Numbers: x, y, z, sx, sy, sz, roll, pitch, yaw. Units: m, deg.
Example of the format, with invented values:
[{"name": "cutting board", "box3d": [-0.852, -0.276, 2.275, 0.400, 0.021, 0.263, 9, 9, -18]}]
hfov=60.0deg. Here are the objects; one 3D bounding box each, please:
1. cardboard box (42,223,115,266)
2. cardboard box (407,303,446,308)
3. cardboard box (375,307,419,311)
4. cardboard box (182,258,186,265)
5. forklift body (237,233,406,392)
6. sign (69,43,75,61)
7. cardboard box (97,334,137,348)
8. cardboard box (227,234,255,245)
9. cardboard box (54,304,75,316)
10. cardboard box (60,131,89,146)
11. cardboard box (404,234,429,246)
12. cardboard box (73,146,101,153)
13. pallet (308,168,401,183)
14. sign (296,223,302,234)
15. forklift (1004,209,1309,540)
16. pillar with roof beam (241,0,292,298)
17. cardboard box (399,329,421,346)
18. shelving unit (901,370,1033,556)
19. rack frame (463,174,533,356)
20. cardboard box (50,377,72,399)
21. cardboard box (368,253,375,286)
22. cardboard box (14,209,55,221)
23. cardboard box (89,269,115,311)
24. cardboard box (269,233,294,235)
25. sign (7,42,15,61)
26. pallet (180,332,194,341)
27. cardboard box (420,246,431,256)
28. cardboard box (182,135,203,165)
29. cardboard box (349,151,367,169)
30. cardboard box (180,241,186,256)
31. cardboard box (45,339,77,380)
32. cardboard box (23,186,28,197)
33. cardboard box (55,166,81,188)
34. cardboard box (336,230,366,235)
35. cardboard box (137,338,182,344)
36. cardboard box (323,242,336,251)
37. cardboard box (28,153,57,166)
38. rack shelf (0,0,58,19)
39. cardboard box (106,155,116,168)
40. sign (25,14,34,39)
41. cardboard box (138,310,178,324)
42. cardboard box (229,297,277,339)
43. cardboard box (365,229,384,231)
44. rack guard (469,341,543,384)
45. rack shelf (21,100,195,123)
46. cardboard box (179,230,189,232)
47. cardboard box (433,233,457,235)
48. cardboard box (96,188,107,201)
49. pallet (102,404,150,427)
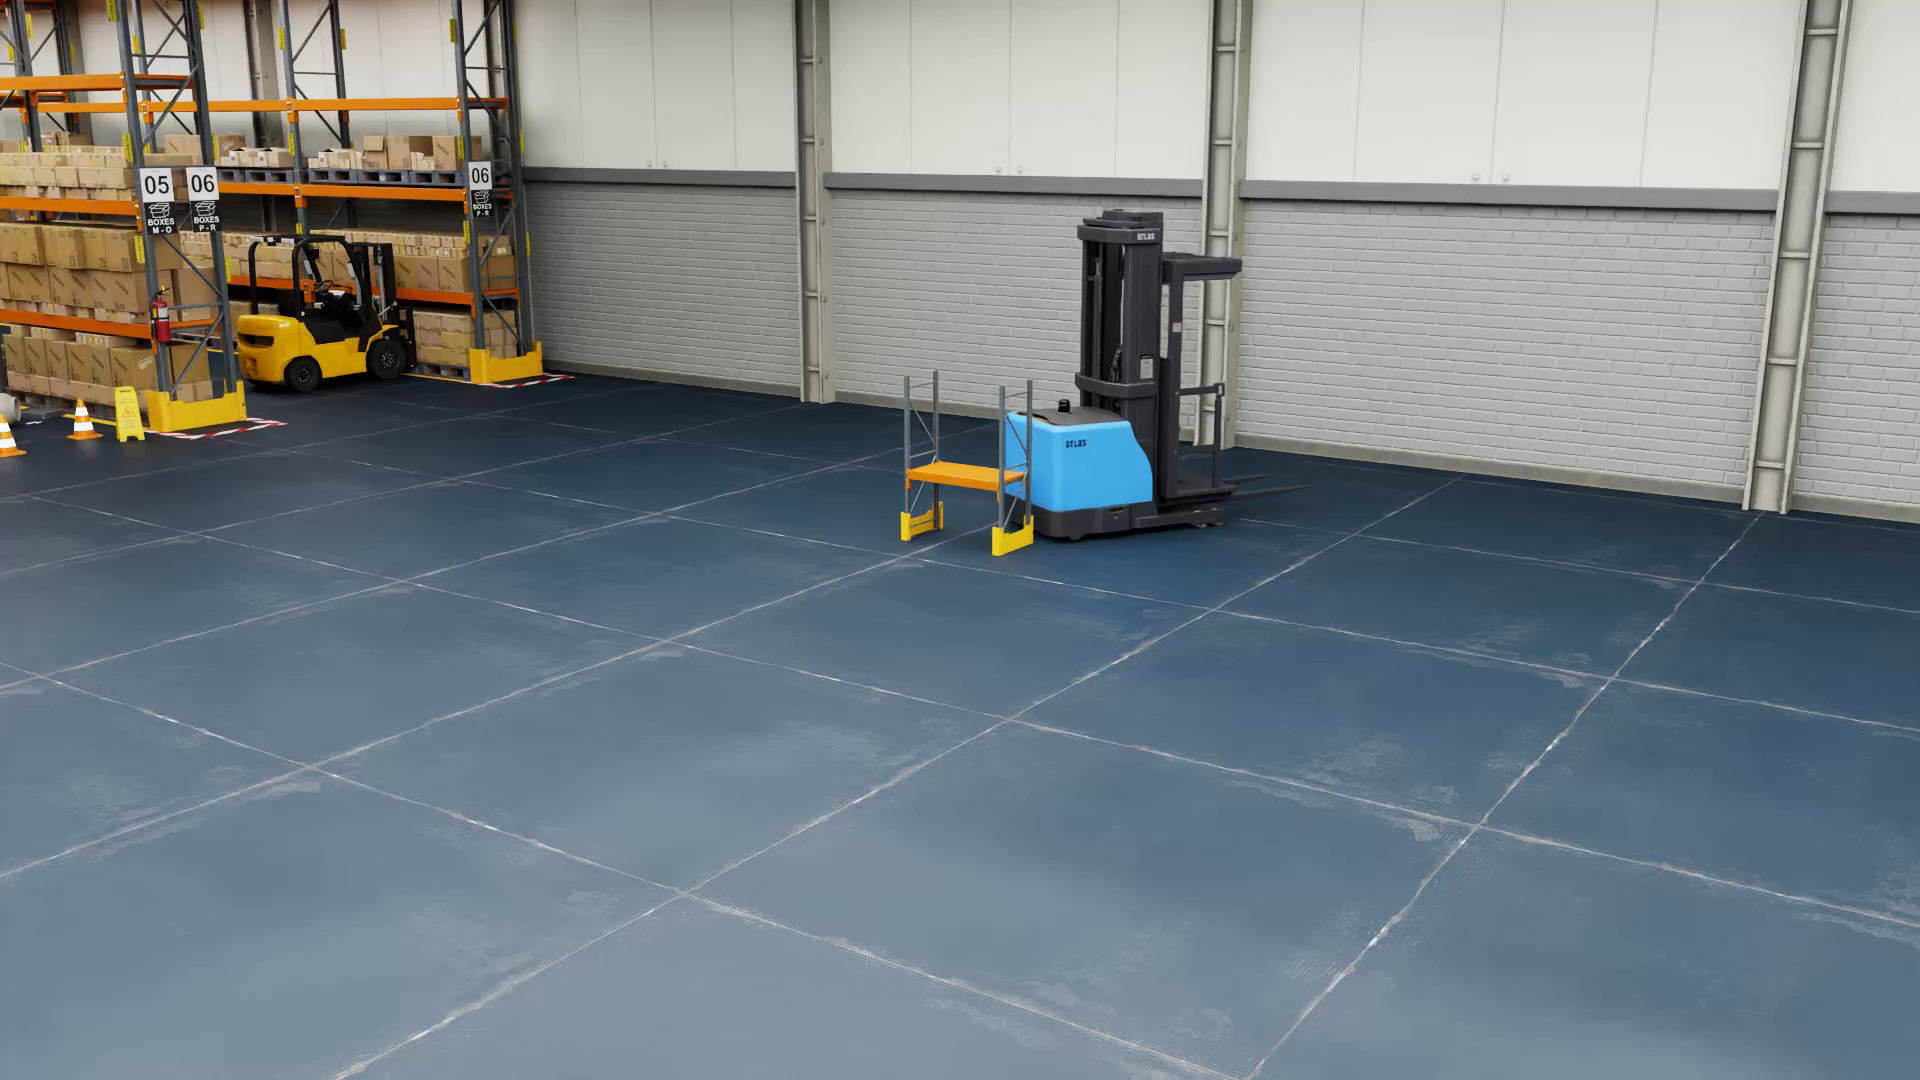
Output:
[{"name": "cardboard box", "box3d": [-11.406, -3.832, 21.578, 0.500, 0.500, 0.700, 9, 17, 32]}, {"name": "cardboard box", "box3d": [-8.400, -3.569, 26.192, 0.500, 0.250, 0.500, 9, 16, 32]}, {"name": "cardboard box", "box3d": [-8.684, -3.463, 25.765, 0.500, 0.250, 0.500, 9, 16, 32]}, {"name": "cardboard box", "box3d": [-13.266, -4.798, 28.704, 0.500, 0.250, 0.500, 9, 17, 33]}, {"name": "forklift body", "box3d": [-9.452, -3.385, 24.449, 1.214, 2.155, 2.313, 9, 17, 33]}, {"name": "sign", "box3d": [-16.512, -9.070, 30.888, 0.005, 0.325, 0.100, 9, 17, 33]}, {"name": "cardboard box", "box3d": [-10.780, -2.556, 21.270, 0.250, 0.149, 0.380, 10, 17, 34]}, {"name": "cardboard box", "box3d": [-11.926, -4.994, 27.622, 0.250, 0.149, 0.380, 9, 16, 31]}, {"name": "cardboard box", "box3d": [-11.583, -3.023, 21.743, 0.250, 0.149, 0.380, 9, 17, 33]}, {"name": "cardboard box", "box3d": [-16.287, -7.392, 30.585, 0.258, 0.266, 0.396, 9, 17, 33]}, {"name": "cardboard box", "box3d": [-8.172, -4.538, 25.163, 0.250, 0.149, 0.380, 10, 17, 34]}, {"name": "cardboard box", "box3d": [-15.504, -6.925, 29.560, 0.250, 0.149, 0.380, 9, 17, 33]}, {"name": "pallet", "box3d": [-9.457, -5.747, 26.165, 1.213, 0.211, 1.003, 9, 17, 33]}, {"name": "sign", "box3d": [-10.474, -4.857, 26.384, 0.005, 0.325, 0.100, 9, 17, 33]}, {"name": "forklift", "box3d": [1.959, -1.644, 15.791, 3.031, 2.935, 1.130, -7, 15, -26]}, {"name": "pillar with roof beam", "box3d": [-14.316, -7.038, 24.954, 0.400, 9.000, 9.100, 9, 17, 33]}, {"name": "cardboard box", "box3d": [-8.289, -3.156, 25.564, 0.500, 0.250, 0.500, 9, 16, 32]}, {"name": "shelving unit", "box3d": [0.063, -0.718, 15.028, 1.083, 1.500, 0.587, 9, 17, 33]}, {"name": "rack frame", "box3d": [-6.860, -3.907, 24.789, 0.127, 3.000, 1.000, 9, 17, 33]}, {"name": "cardboard box", "box3d": [-11.716, -2.049, 22.134, 0.500, 0.250, 0.500, 9, 16, 32]}, {"name": "cardboard box", "box3d": [-9.094, -4.246, 25.951, 0.500, 0.500, 0.500, 9, 17, 32]}, {"name": "cardboard box", "box3d": [-17.904, -6.204, 32.203, 0.500, 0.500, 0.500, 9, 16, 31]}, {"name": "cardboard box", "box3d": [-10.644, -3.195, 21.088, 0.500, 0.500, 0.500, 9, 17, 33]}, {"name": "cardboard box", "box3d": [-11.379, -5.078, 27.963, 0.250, 0.149, 0.380, 9, 17, 32]}, {"name": "sign", "box3d": [-17.135, -8.814, 30.020, 0.005, 0.325, 0.100, 9, 17, 33]}, {"name": "pallet", "box3d": [-14.097, -3.734, 29.893, 1.213, 0.211, 1.003, 9, 17, 33]}, {"name": "cardboard box", "box3d": [-7.913, -4.372, 25.109, 0.250, 0.149, 0.380, 9, 17, 32]}, {"name": "cardboard box", "box3d": [-12.559, -6.543, 27.907, 0.500, 0.500, 0.700, 9, 16, 32]}, {"name": "cardboard box", "box3d": [-9.117, -5.827, 25.501, 0.258, 0.266, 0.396, 9, 16, 31]}, {"name": "cardboard box", "box3d": [-13.280, -5.036, 28.624, 0.500, 0.250, 0.500, 9, 17, 33]}, {"name": "cardboard box", "box3d": [-11.727, -2.414, 22.046, 0.500, 0.500, 0.500, 10, 17, 36]}, {"name": "cardboard box", "box3d": [-11.970, -4.559, 21.706, 0.250, 0.149, 0.380, 9, 16, 31]}, {"name": "cardboard box", "box3d": [-11.052, -4.595, 21.022, 0.500, 0.250, 0.500, 10, 17, 34]}, {"name": "cardboard box", "box3d": [-9.596, -4.800, 26.219, 0.250, 0.149, 0.380, 9, 16, 32]}, {"name": "cardboard box", "box3d": [-10.598, -2.385, 21.931, 0.500, 0.500, 0.500, 8, 16, 31]}, {"name": "cardboard box", "box3d": [-9.846, -4.677, 26.343, 0.250, 0.149, 0.380, 10, 17, 34]}, {"name": "cardboard box", "box3d": [-11.756, -4.903, 21.435, 0.250, 0.149, 0.380, 9, 16, 32]}, {"name": "rack shelf", "box3d": [-18.477, -9.960, 31.340, 4.000, 0.370, 1.077, 9, 17, 33]}, {"name": "cardboard box", "box3d": [-10.265, -4.666, 20.479, 0.250, 0.149, 0.380, 10, 17, 34]}, {"name": "sign", "box3d": [-12.628, -6.963, 22.541, 0.005, 0.325, 0.100, 9, 17, 33]}, {"name": "cardboard box", "box3d": [-10.057, -2.802, 20.850, 0.250, 0.149, 0.380, 10, 17, 35]}, {"name": "cardboard box", "box3d": [-11.883, -3.768, 28.297, 0.625, 0.625, 0.875, 8, 16, 31]}, {"name": "cardboard box", "box3d": [-9.333, -4.894, 26.599, 0.250, 0.149, 0.380, 9, 17, 32]}, {"name": "rack guard", "box3d": [-6.840, -2.690, 25.077, 0.348, 0.500, 1.175, 9, 17, 33]}, {"name": "rack shelf", "box3d": [-15.158, -7.616, 29.620, 4.000, 0.370, 1.077, 9, 17, 33]}, {"name": "cardboard box", "box3d": [-13.398, -5.241, 28.623, 0.250, 0.149, 0.380, 10, 17, 34]}, {"name": "cardboard box", "box3d": [-7.874, -4.643, 25.587, 0.250, 0.149, 0.380, 10, 17, 35]}, {"name": "cardboard box", "box3d": [-10.506, -4.312, 20.707, 0.250, 0.149, 0.380, 10, 17, 34]}, {"name": "pallet", "box3d": [-10.345, -1.689, 21.634, 1.213, 0.211, 1.003, 9, 17, 33]}]
